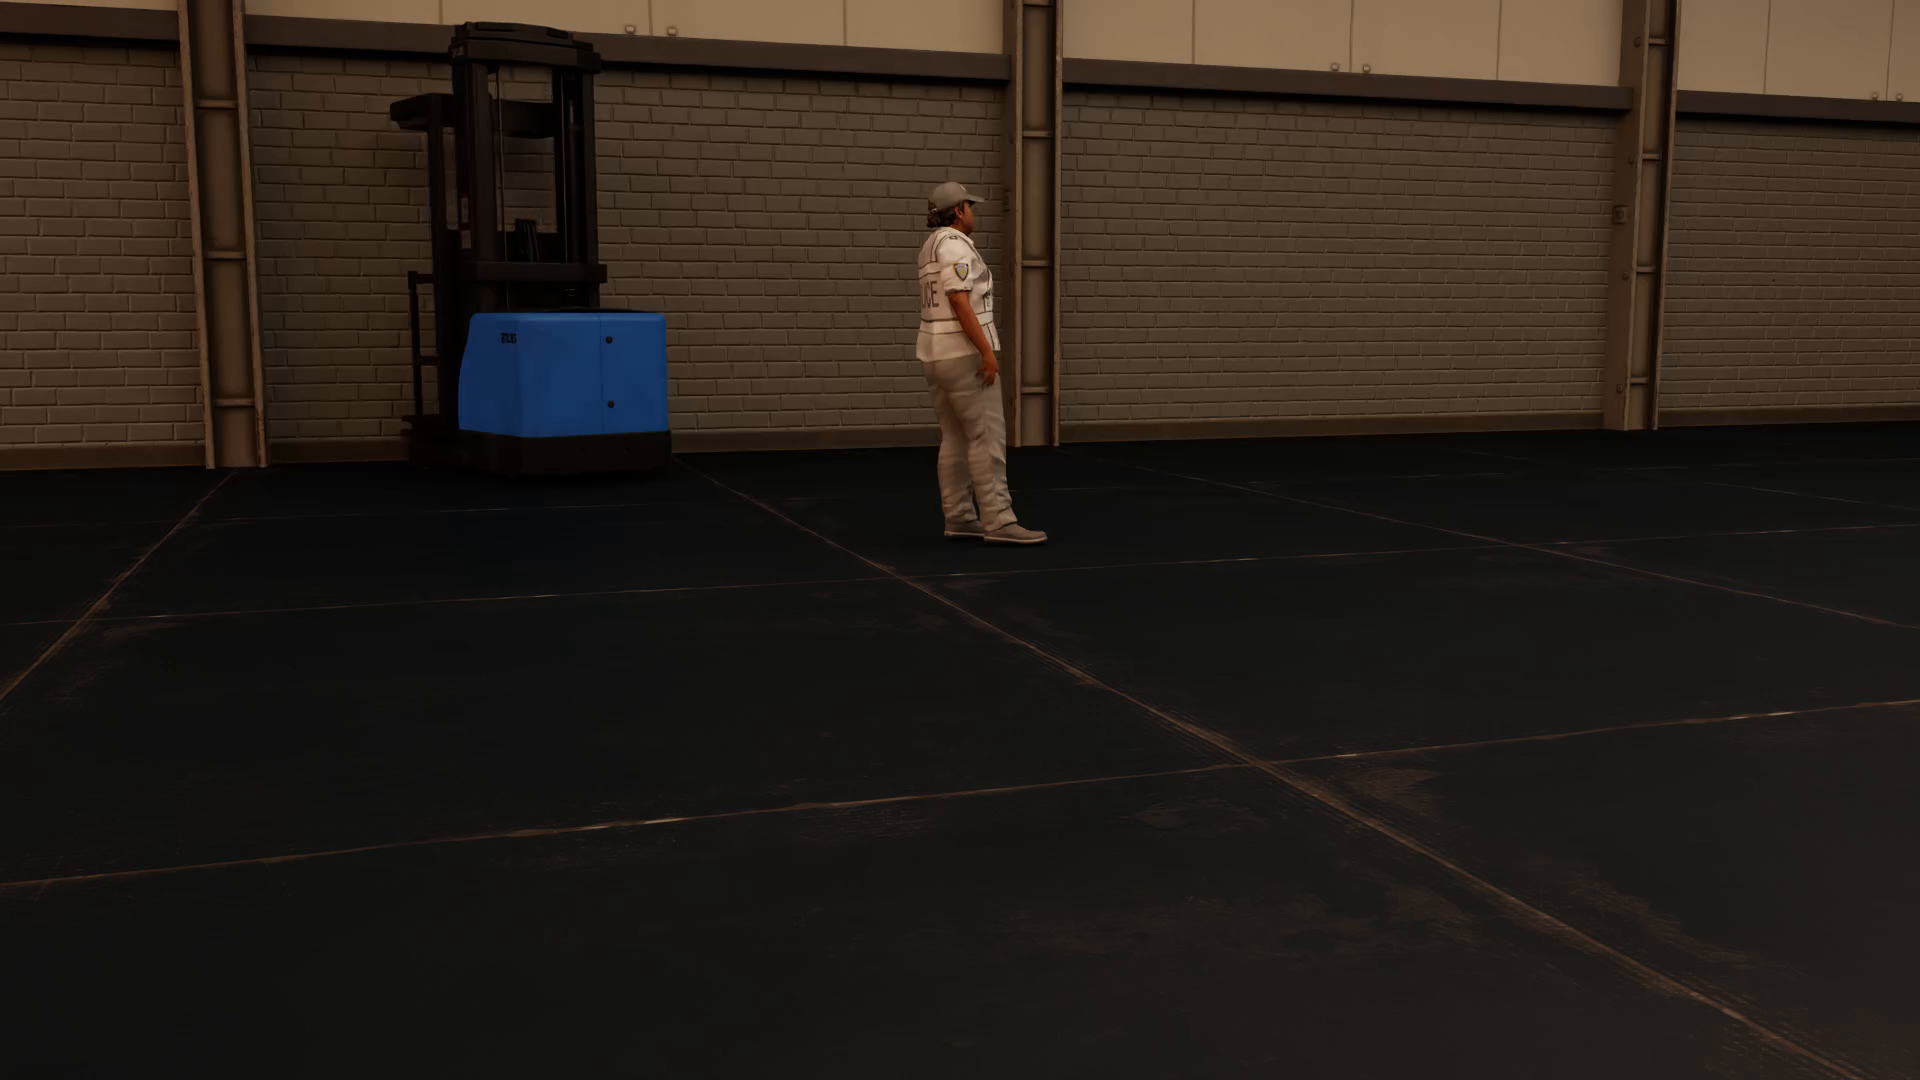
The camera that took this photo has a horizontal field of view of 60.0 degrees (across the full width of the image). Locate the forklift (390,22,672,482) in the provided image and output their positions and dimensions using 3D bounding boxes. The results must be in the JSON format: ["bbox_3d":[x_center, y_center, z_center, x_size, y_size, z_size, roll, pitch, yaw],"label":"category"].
[{"bbox_3d":[-3.211,-1.969,11.526,1.130,2.935,3.031,-6,10,-39],"label":"forklift"}]

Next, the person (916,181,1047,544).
[{"bbox_3d":[0.081,-0.834,7.813,0.527,1.670,0.598,-3,8,-18],"label":"person"}]
